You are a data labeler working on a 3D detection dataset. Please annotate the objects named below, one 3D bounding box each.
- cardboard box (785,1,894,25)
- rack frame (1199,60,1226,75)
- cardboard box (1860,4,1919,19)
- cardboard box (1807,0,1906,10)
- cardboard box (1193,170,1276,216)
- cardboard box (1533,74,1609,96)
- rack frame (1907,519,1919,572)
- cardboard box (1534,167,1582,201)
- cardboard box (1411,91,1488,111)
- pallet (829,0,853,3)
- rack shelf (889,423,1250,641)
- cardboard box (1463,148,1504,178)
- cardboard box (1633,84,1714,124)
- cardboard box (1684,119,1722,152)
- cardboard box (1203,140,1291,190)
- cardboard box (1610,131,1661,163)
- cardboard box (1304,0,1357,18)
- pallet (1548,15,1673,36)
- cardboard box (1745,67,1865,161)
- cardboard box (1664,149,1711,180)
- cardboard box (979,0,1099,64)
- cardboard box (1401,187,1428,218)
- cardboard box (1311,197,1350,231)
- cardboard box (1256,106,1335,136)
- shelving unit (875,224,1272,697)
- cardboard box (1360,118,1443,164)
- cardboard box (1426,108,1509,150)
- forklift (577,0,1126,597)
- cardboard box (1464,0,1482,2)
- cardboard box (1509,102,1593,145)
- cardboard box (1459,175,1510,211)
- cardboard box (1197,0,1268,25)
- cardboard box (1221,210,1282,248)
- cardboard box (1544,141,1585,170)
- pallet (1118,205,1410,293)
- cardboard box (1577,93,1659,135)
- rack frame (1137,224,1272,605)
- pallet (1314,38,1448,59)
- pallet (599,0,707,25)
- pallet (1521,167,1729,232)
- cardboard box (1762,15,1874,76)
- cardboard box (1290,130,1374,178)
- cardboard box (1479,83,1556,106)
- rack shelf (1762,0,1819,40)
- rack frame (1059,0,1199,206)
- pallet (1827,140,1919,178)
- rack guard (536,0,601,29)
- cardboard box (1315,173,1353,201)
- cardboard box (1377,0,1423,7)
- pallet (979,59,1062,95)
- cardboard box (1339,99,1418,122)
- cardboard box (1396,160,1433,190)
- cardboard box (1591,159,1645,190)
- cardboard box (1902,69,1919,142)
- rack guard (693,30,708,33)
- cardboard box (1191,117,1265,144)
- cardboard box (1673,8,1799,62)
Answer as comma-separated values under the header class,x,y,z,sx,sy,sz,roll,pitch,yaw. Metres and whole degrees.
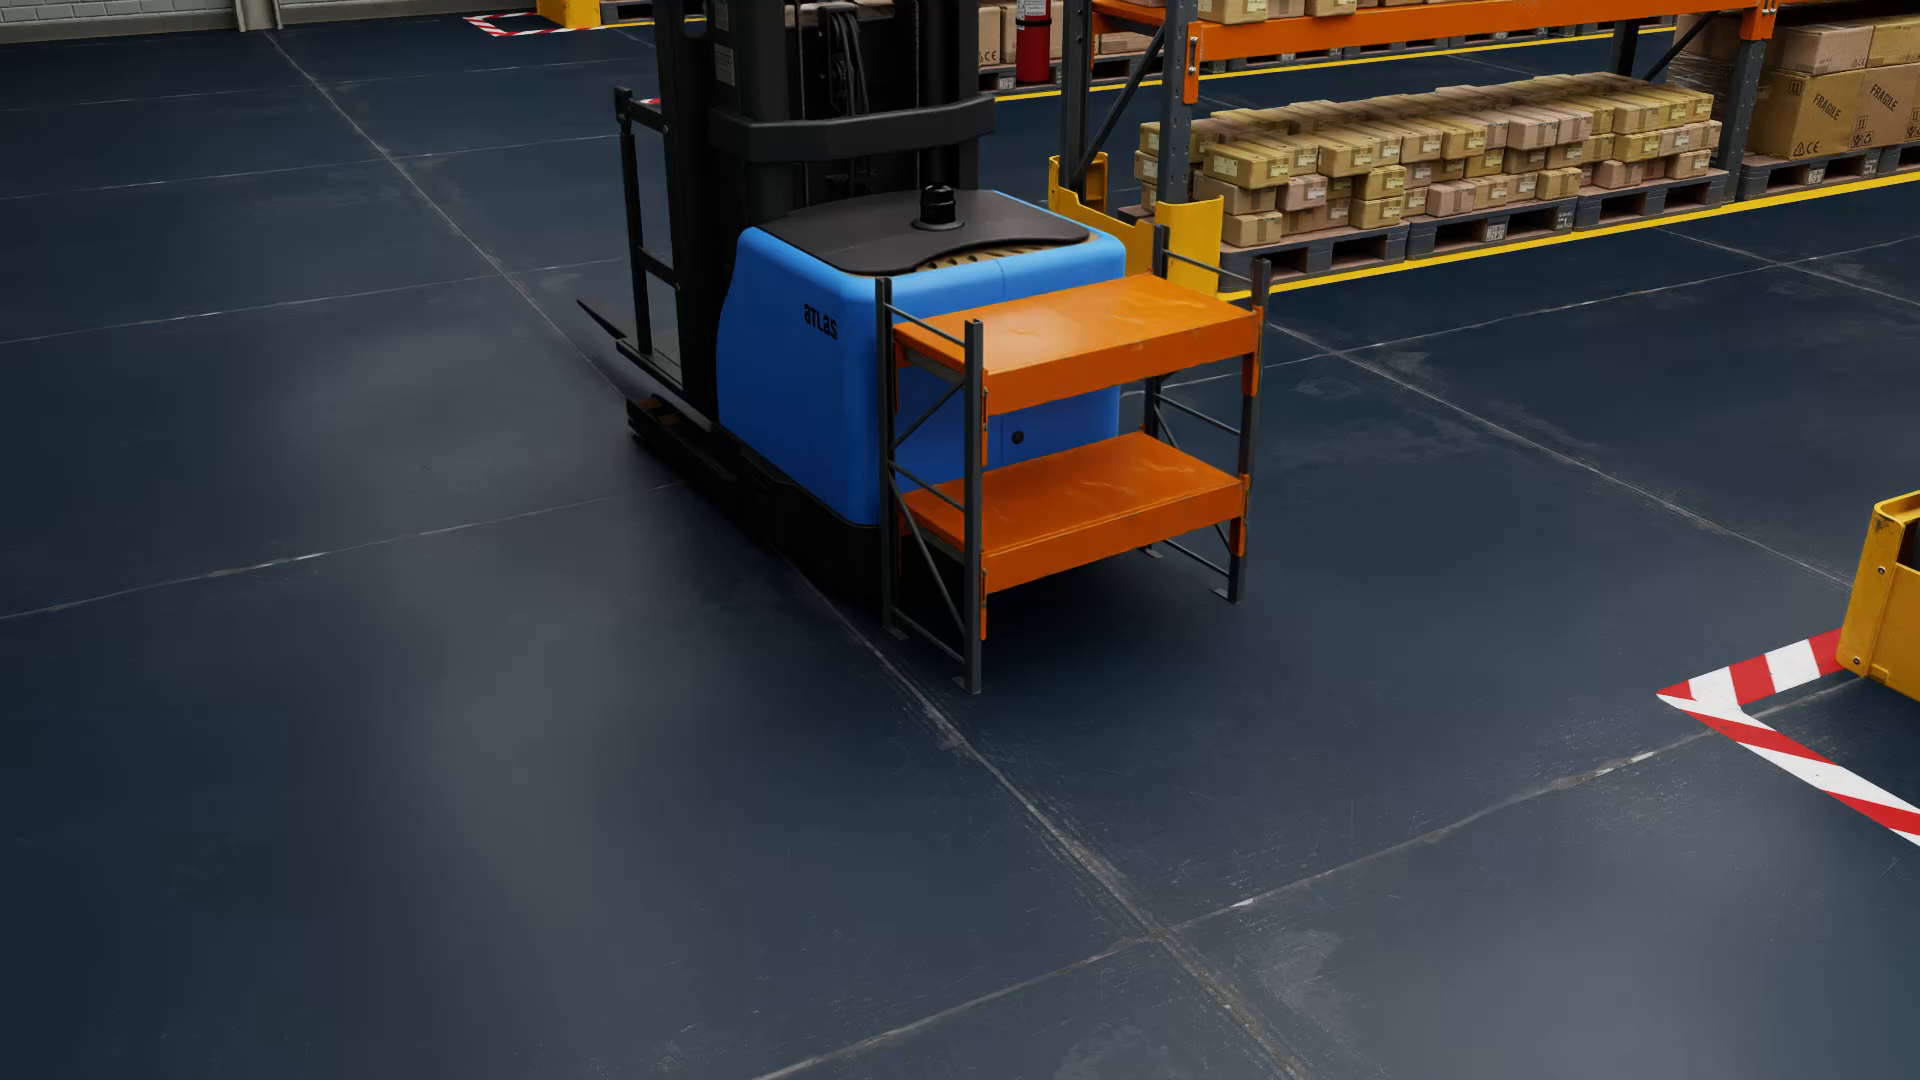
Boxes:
class,x,y,z,sx,sy,sz,roll,pitch,yaw
cardboard box,-1.075,-3.804,12.682,0.875,0.438,0.875,-14,29,-27
rack frame,1.920,-5.412,13.556,0.127,3.000,1.000,-13,29,-25
cardboard box,6.035,-3.204,10.493,0.500,0.250,0.500,-12,28,-23
cardboard box,5.796,-3.403,10.909,0.500,0.250,0.500,-14,29,-27
cardboard box,1.392,-1.774,8.444,0.250,0.149,0.380,-12,28,-23
cardboard box,3.666,-2.690,10.008,0.250,0.149,0.380,-12,28,-23
rack frame,3.053,-0.812,3.976,0.127,3.000,1.000,-13,29,-25
cardboard box,3.239,-2.025,9.311,0.250,0.149,0.380,-13,29,-25
cardboard box,2.782,-2.450,9.508,0.250,0.149,0.380,-14,29,-27
pallet,-1.026,-5.910,17.816,1.213,0.211,1.003,-13,29,-25
rack shelf,0.334,-0.049,5.117,1.000,0.278,0.538,-16,30,-30
cardboard box,2.764,-2.115,9.155,0.250,0.149,0.380,-12,28,-23
cardboard box,4.147,-2.542,9.701,0.250,0.149,0.380,-12,28,-24
cardboard box,4.210,-2.395,9.737,0.250,0.149,0.380,-12,28,-24
cardboard box,1.431,-1.876,8.314,0.250,0.149,0.380,-14,29,-27
cardboard box,3.749,-2.273,9.484,0.250,0.149,0.380,-14,29,-27
cardboard box,1.716,-2.657,8.108,0.250,0.149,0.380,-14,29,-27
pallet,6.139,-5.128,16.187,1.213,0.211,1.003,-13,29,-25
cardboard box,5.115,-2.654,10.214,0.500,0.500,0.500,-12,28,-23
cardboard box,4.152,-2.236,9.750,0.250,0.149,0.380,-13,28,-24
cardboard box,0.525,-4.177,13.458,0.875,0.438,0.875,-14,29,-27
cardboard box,2.287,-1.852,8.951,0.250,0.149,0.380,-13,29,-25
cardboard box,1.830,-1.754,8.745,0.250,0.149,0.380,-13,28,-25
cardboard box,1.832,-2.263,9.119,0.250,0.149,0.380,-14,29,-27
shelving unit,0.334,-0.270,5.012,1.048,1.125,0.538,-16,30,-30
cardboard box,2.329,-2.116,8.813,0.250,0.149,0.380,-12,28,-23
cardboard box,2.760,-2.240,9.071,0.250,0.149,0.380,-13,29,-25
forklift,-0.656,-1.738,5.983,1.130,2.935,3.031,-15,29,-28
cardboard box,2.601,-2.892,8.598,0.250,0.149,0.380,-12,28,-23
cardboard box,3.262,-2.308,9.213,0.250,0.149,0.380,-15,29,-28
cardboard box,2.780,-1.936,9.125,0.250,0.149,0.380,-13,29,-25
cardboard box,1.249,-2.555,7.896,0.250,0.149,0.380,-13,29,-26
cardboard box,1.422,-1.616,8.458,0.250,0.149,0.380,-12,28,-24
cardboard box,3.266,-2.200,9.332,0.250,0.149,0.380,-12,28,-24
pallet,1.609,-1.638,8.917,1.213,0.211,1.003,-13,29,-25
cardboard box,3.724,-2.422,9.450,0.250,0.149,0.380,-13,29,-26
rack frame,0.757,-0.391,5.265,0.032,1.125,0.500,-16,30,-30
pallet,3.643,-4.591,15.068,1.213,0.211,1.003,-13,29,-25
pallet,-3.179,-5.413,16.781,1.213,0.211,1.003,-13,29,-25
pallet,3.762,-2.134,9.952,1.213,0.211,1.003,-13,29,-25
cardboard box,5.114,-2.992,10.052,0.500,0.250,0.500,-14,29,-27
cardboard box,1.900,-1.981,8.532,0.250,0.149,0.380,-13,29,-25
cardboard box,3.246,-2.558,9.732,0.250,0.149,0.380,-14,29,-26
rack shelf,6.103,-3.625,10.665,4.000,0.370,1.077,-13,29,-25
rack frame,0.809,-2.727,7.965,0.127,3.000,1.000,-13,29,-25
pallet,6.102,-2.694,11.117,1.213,0.211,1.003,-13,29,-25
rack guard,-3.882,-5.381,16.379,0.348,0.500,1.175,-13,29,-25
cardboard box,1.834,-1.892,8.690,0.250,0.149,0.380,-13,28,-24
cardboard box,2.131,-2.808,8.423,0.250,0.149,0.380,-13,29,-26
pallet,0.134,-3.779,13.378,1.213,0.211,1.003,-13,29,-25
cardboard box,2.328,-2.350,9.301,0.250,0.149,0.380,-14,29,-27
cardboard box,2.301,-1.993,8.900,0.250,0.149,0.380,-14,29,-28
cardboard box,3.681,-2.137,9.543,0.250,0.149,0.380,-14,29,-27
cardboard box,6.037,-2.874,10.673,0.500,0.500,0.500,-12,28,-24
rack guard,-1.631,-3.465,12.390,0.348,0.500,1.175,-13,29,-25
cardboard box,1.405,-2.133,8.849,0.250,0.149,0.380,-12,28,-24
cardboard box,4.876,-3.191,10.466,0.500,0.250,0.500,-14,29,-26
